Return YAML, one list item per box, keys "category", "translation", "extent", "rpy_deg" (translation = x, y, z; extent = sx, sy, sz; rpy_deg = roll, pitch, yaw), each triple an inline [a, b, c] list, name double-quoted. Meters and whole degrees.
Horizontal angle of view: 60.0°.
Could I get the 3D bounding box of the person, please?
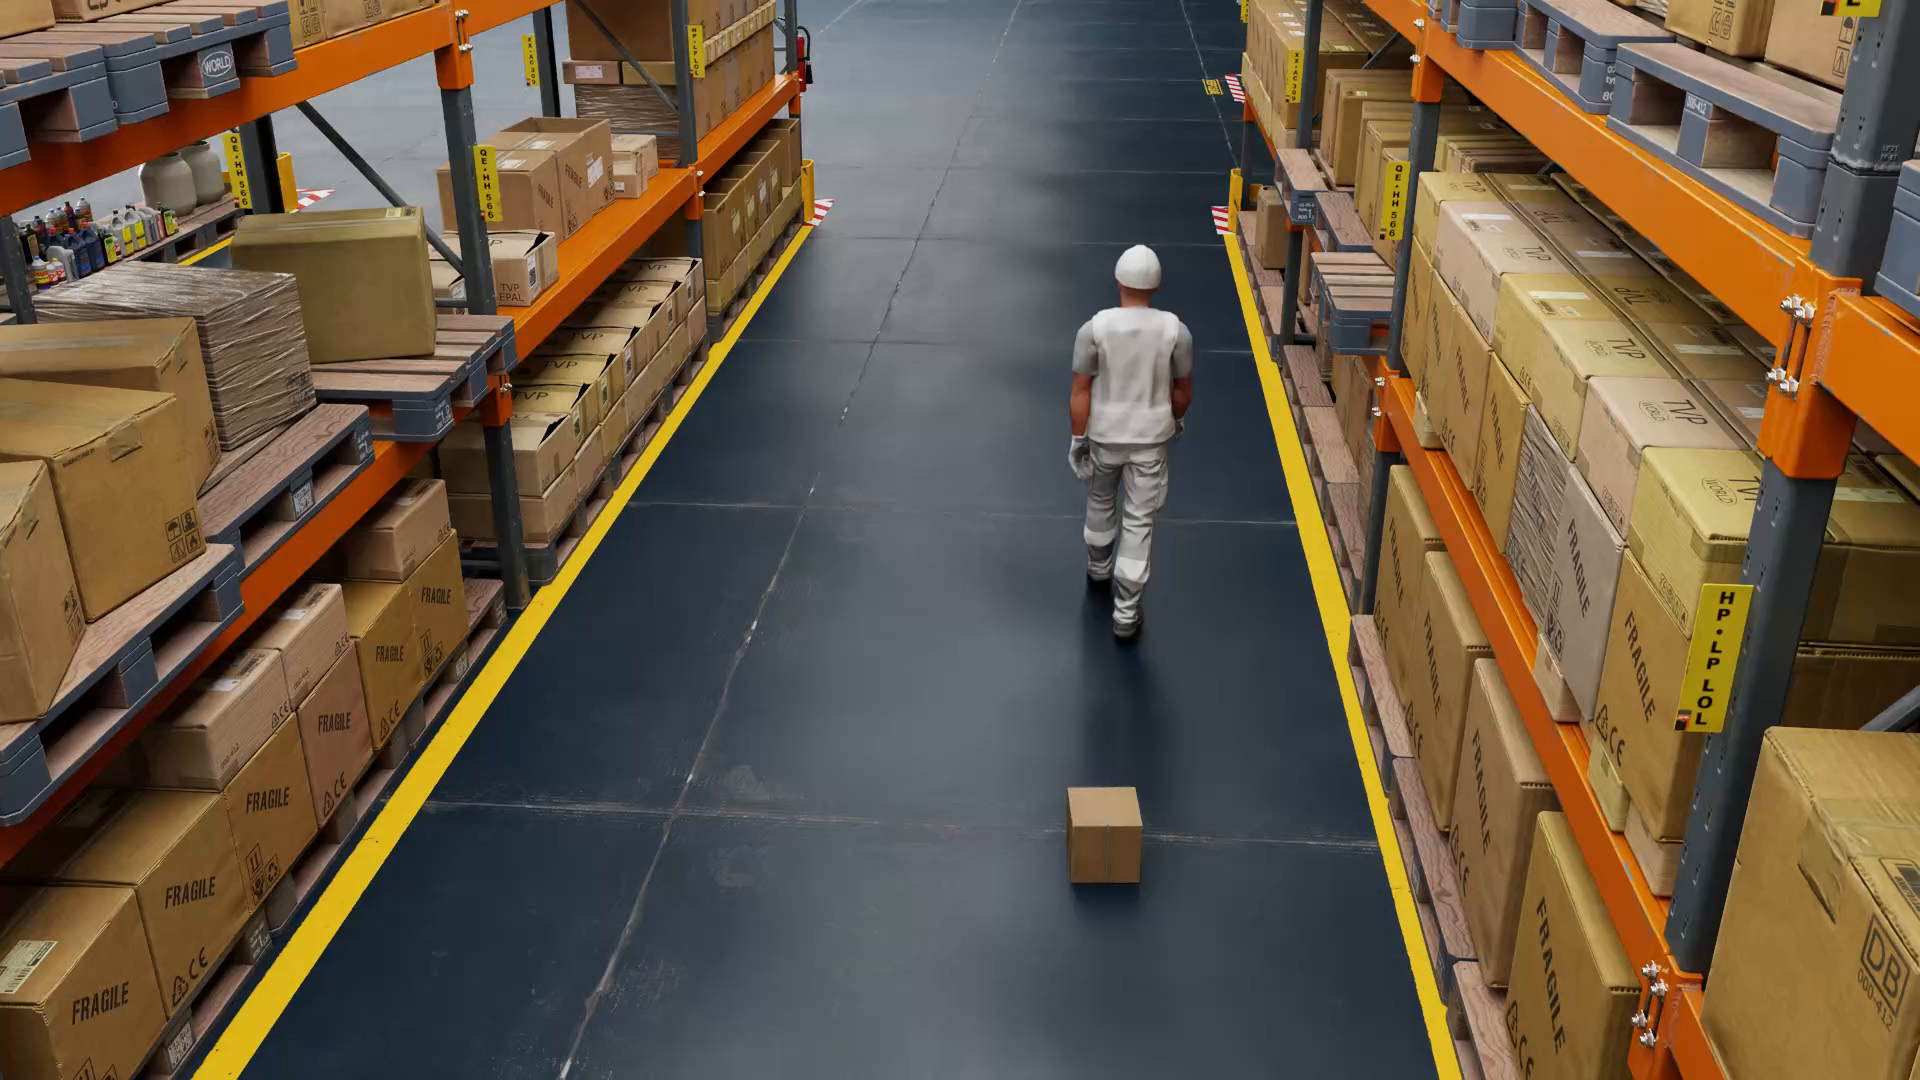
- category: "person"
  translation: [0.783, -0.497, 7.660]
  extent: [0.542, 1.785, 0.865]
  rpy_deg: [3, 24, 7]
